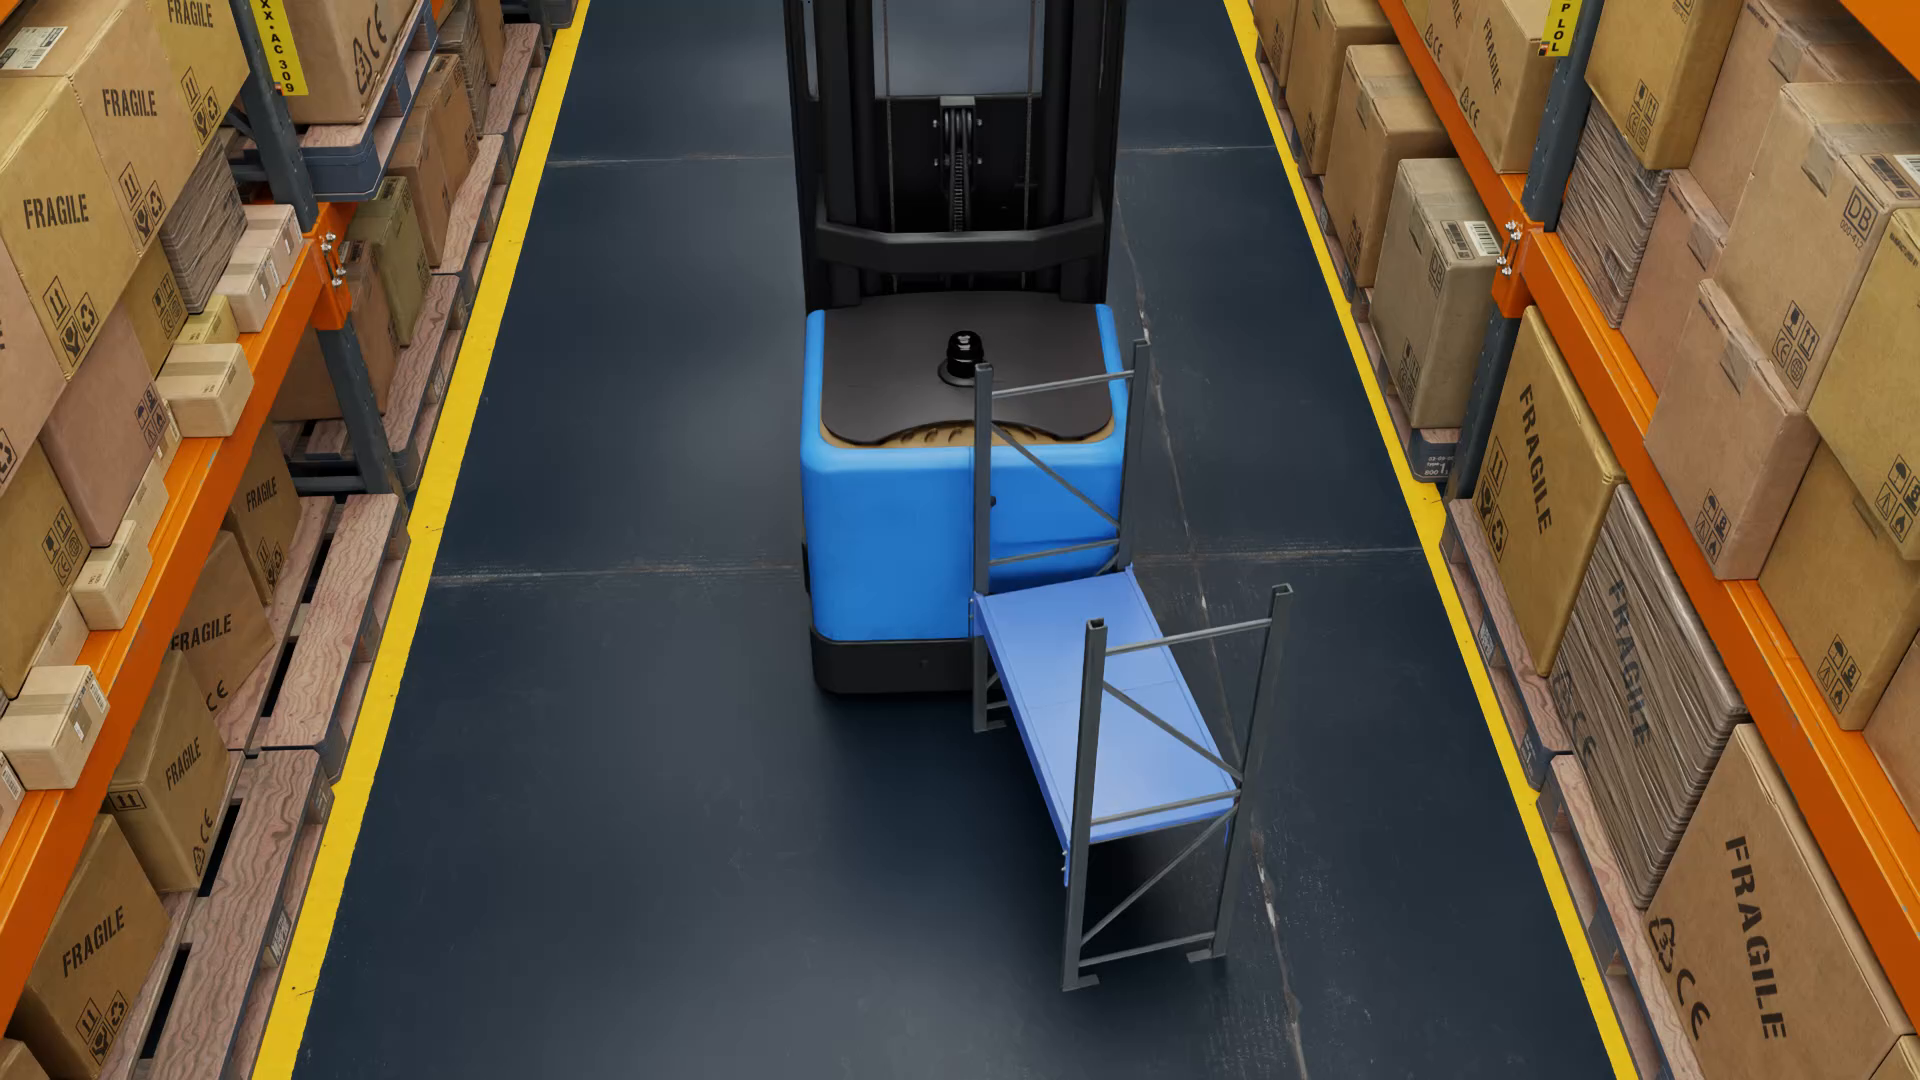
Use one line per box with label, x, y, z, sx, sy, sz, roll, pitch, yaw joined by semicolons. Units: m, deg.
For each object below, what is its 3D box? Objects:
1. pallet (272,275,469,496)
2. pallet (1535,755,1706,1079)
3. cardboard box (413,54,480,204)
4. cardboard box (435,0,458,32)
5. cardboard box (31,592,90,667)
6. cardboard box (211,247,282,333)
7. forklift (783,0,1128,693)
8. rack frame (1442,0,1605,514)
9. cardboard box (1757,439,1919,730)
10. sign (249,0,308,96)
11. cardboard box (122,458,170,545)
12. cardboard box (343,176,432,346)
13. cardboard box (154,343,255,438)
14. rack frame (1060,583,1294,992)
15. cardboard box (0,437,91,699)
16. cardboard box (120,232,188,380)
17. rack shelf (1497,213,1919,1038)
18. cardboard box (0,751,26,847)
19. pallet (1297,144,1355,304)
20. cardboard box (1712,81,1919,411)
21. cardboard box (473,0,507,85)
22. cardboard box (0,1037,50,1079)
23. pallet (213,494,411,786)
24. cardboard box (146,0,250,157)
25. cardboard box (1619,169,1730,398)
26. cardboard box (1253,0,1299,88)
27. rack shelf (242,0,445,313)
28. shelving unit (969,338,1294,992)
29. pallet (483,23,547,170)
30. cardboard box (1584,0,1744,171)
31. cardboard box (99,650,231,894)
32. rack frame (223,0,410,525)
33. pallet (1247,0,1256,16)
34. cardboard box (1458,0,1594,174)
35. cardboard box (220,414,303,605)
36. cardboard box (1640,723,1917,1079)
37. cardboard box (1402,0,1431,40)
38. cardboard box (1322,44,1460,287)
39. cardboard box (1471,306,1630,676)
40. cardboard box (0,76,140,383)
pallet;-2.635;-0.650;6.803;1.003;0.211;1.213;-2;43;-2
pallet;2.368;1.143;4.847;1.003;0.211;1.213;-2;43;-2
cardboard box;-2.655;-1.885;7.611;0.700;0.500;0.500;2;43;2
cardboard box;-2.680;-2.561;7.793;0.500;0.250;0.500;3;43;3
cardboard box;-2.315;0.261;3.932;0.380;0.149;0.250;-2;43;-2
cardboard box;-2.297;-0.754;5.039;0.380;0.149;0.250;-2;43;-2
forklift;-0.026;-1.545;5.767;1.130;2.935;3.031;-1;43;-2
rack frame;2.359;-1.227;5.368;1.000;3.000;0.127;-2;43;-2
cardboard box;2.461;0.060;3.853;0.875;0.550;0.500;-2;43;-2
sign;-2.059;-1.492;5.018;0.100;0.325;0.005;-2;43;-2
cardboard box;-2.294;-0.078;4.301;0.380;0.149;0.250;-2;43;-2
cardboard box;-2.607;-1.131;6.788;0.700;0.500;0.500;-2;43;-2
cardboard box;-2.224;-0.418;4.672;0.380;0.149;0.250;-2;43;-2
rack frame;0.536;0.706;4.370;0.500;1.500;0.032;-10;43;-10
cardboard box;-2.556;0.018;3.716;0.875;0.500;0.500;-2;43;-2
cardboard box;-2.657;-0.655;4.450;0.875;0.500;0.500;-2;43;-2
rack shelf;2.444;0.389;4.138;1.077;0.370;4.000;-2;43;-2
cardboard box;-2.265;0.597;3.564;0.380;0.149;0.250;-2;43;-2
pallet;2.196;-1.543;7.777;1.003;0.211;1.213;-2;43;-2
cardboard box;2.365;-0.694;3.877;0.875;0.550;0.550;-2;43;-2
cardboard box;-2.722;-2.642;8.437;0.700;0.500;0.500;-4;43;-4
cardboard box;-2.500;1.490;3.944;0.500;0.500;0.500;9;43;9
pallet;-2.537;0.328;5.736;1.003;0.211;1.213;-2;43;-2
cardboard box;-2.307;-1.372;4.493;0.500;0.500;0.500;-2;43;-2
cardboard box;2.433;-0.663;4.642;0.875;0.550;0.550;-2;43;-2
cardboard box;2.125;-2.839;8.481;1.050;0.750;0.750;-2;43;-2
rack shelf;-2.686;-2.238;7.004;1.077;0.370;4.000;-2;43;-2
shelving unit;0.411;0.373;4.733;0.538;1.500;1.048;-10;43;-10
pallet;-2.739;-2.297;8.600;1.003;0.211;1.213;-2;43;-2
cardboard box;2.340;-1.430;4.680;0.875;0.550;0.550;-2;43;-2
cardboard box;-2.487;0.689;4.818;0.500;0.500;0.500;-5;43;-6
rack frame;-2.601;-1.153;5.288;1.000;3.000;0.127;-2;43;-2
pallet;2.157;-3.427;9.832;1.003;0.211;1.213;-2;43;-2
cardboard box;2.070;-1.608;5.711;0.500;0.500;0.500;-2;43;-2
cardboard box;-2.624;-0.115;5.694;0.500;0.500;0.500;-3;43;-3
cardboard box;2.395;1.052;4.144;0.875;0.875;0.875;-2;43;-2
cardboard box;2.027;-2.290;6.455;0.500;0.500;0.500;-1;43;-1
cardboard box;2.206;-1.620;7.152;1.050;0.750;0.750;-2;43;-2
cardboard box;2.316;-0.172;5.479;0.875;0.875;0.875;-1;43;-1
cardboard box;-2.264;-0.697;3.756;0.500;0.500;0.500;-2;43;-2
